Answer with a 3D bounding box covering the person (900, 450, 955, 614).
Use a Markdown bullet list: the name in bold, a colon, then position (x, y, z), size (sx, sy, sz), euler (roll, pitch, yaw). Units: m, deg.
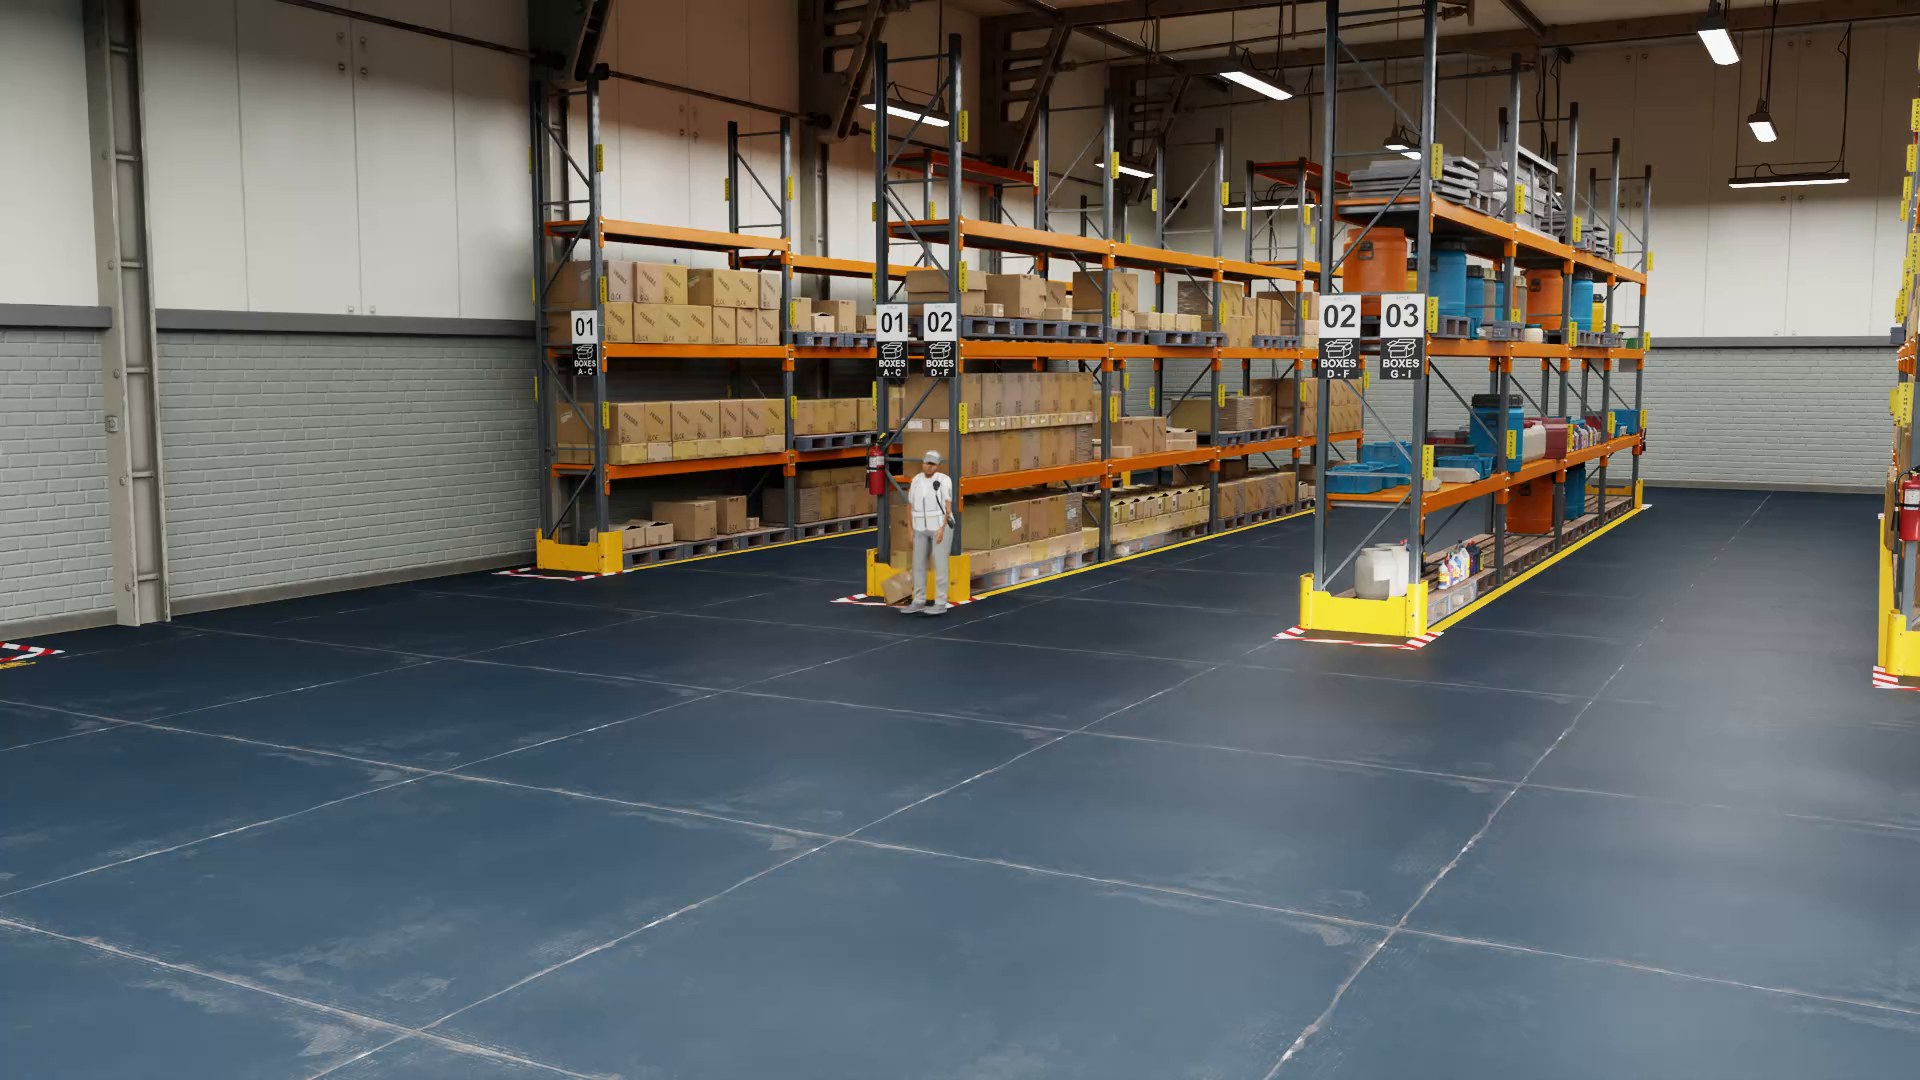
- **person**: position (-0.339, -0.078, 16.914), size (0.556, 1.675, 0.492), euler (3, 7, 23)
